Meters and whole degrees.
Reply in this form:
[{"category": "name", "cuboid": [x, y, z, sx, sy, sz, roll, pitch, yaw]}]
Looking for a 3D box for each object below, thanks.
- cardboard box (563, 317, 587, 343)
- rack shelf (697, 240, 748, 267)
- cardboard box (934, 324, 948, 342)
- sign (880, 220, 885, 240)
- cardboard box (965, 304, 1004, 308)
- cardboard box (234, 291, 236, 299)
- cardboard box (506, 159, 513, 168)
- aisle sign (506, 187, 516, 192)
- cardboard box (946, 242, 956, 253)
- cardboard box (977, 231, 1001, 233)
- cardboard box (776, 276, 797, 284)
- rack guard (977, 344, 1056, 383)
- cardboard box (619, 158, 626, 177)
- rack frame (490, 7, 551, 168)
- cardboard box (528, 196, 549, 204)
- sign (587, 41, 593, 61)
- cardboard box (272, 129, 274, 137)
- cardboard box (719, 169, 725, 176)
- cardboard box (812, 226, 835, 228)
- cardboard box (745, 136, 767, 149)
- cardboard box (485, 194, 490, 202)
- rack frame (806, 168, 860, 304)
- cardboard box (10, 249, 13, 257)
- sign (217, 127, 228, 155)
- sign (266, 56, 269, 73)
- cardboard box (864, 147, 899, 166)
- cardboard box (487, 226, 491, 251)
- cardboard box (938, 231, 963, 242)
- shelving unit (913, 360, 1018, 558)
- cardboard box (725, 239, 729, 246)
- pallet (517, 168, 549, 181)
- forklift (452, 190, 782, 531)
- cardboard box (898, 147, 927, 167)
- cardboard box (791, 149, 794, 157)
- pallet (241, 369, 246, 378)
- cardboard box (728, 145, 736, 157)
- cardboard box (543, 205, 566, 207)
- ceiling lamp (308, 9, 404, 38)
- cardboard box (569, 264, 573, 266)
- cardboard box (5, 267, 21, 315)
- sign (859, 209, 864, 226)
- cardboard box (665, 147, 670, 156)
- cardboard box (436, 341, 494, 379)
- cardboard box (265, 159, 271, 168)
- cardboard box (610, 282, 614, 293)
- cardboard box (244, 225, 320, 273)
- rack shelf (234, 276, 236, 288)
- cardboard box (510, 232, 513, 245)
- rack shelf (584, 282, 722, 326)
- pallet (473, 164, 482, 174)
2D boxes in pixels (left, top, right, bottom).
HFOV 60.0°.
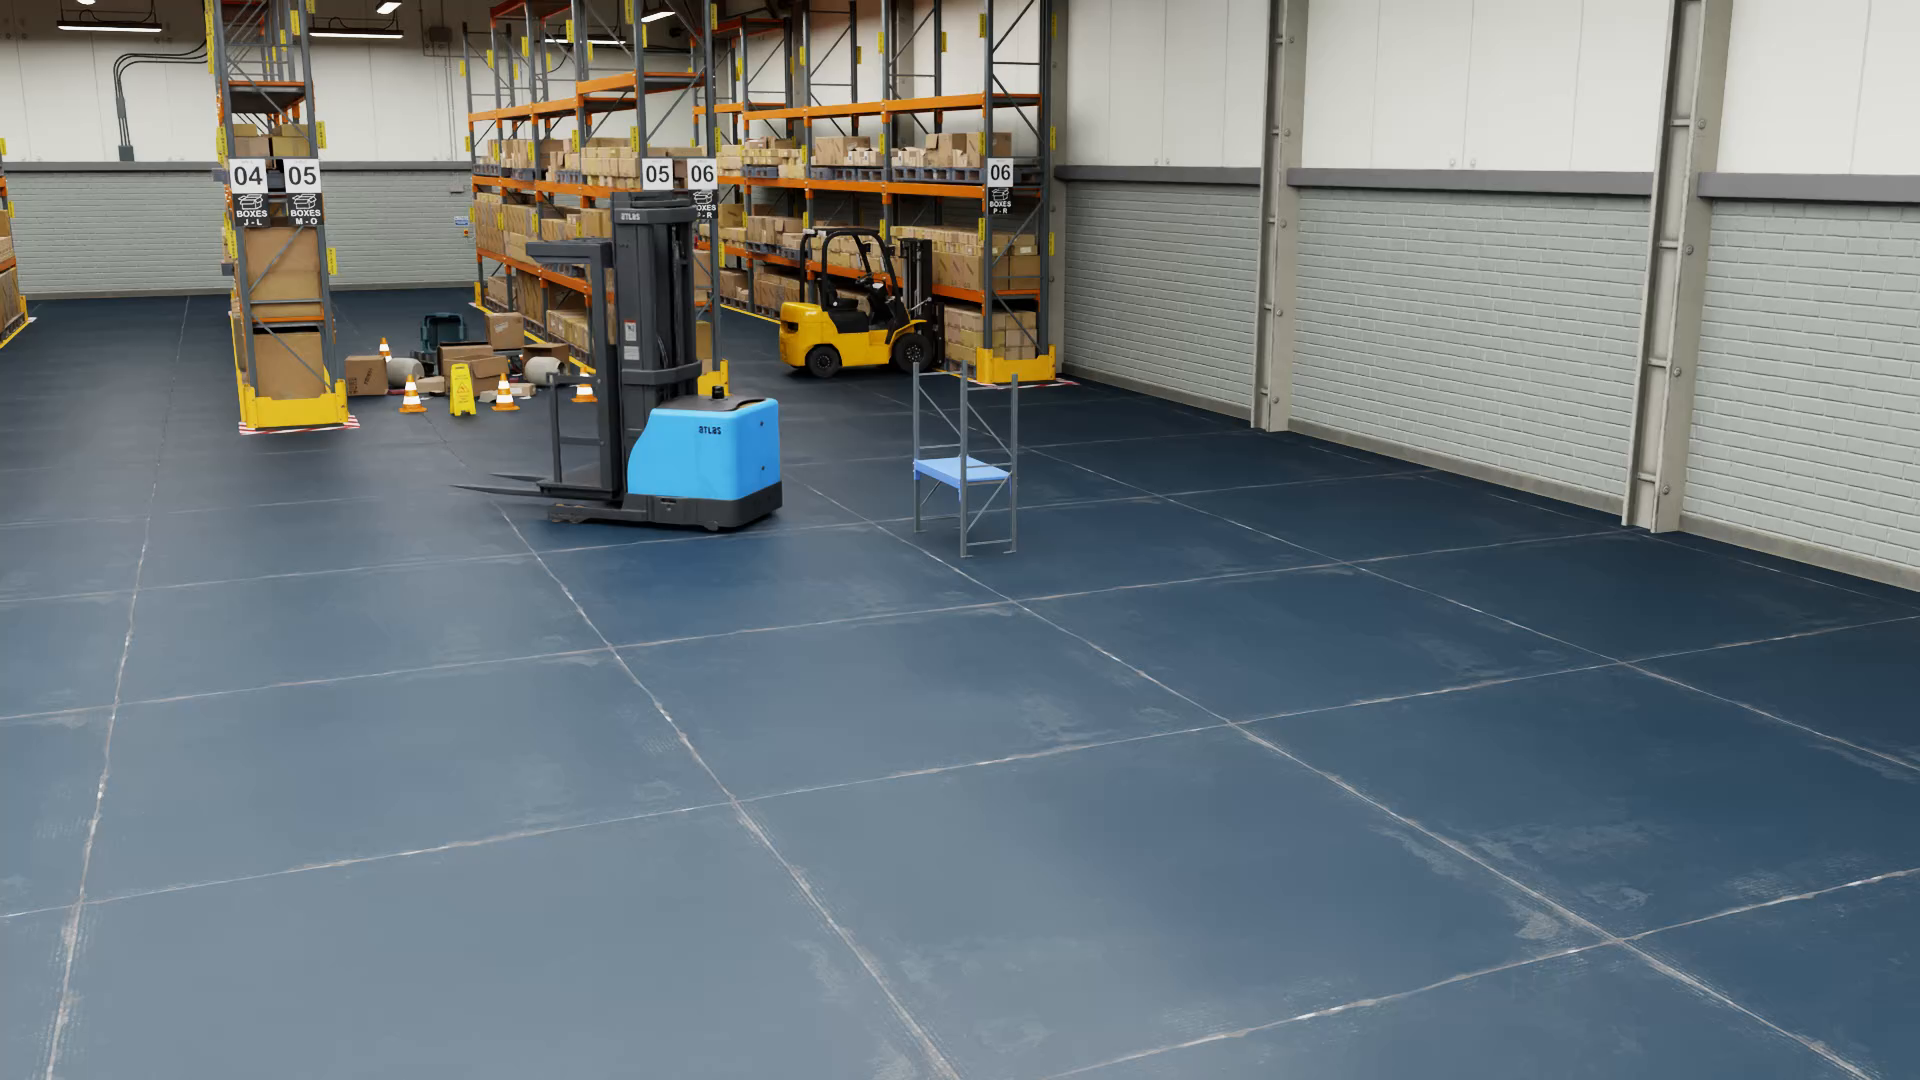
[{"category": "cardboard box", "cuboid": [-6.112, -3.532, 27.873, 0.950, 0.372, 0.625, -5, 14, -21]}, {"category": "rack shelf", "cuboid": [-4.787, -6.372, 36.844, 1.077, 0.370, 4.000, -6, 14, -23]}, {"category": "cardboard box", "cuboid": [-0.078, -3.220, 25.689, 0.500, 0.250, 0.500, -6, 14, -24]}, {"category": "sign", "cuboid": [-1.275, -5.131, 27.495, 0.100, 0.325, 0.005, -6, 14, -23]}, {"category": "cardboard box", "cuboid": [0.408, -3.506, 25.814, 0.500, 0.250, 0.500, -6, 14, -23]}, {"category": "cardboard box", "cuboid": [-13.998, -4.811, 32.574, 0.380, 0.149, 0.250, -6, 14, -25]}, {"category": "cardboard box", "cuboid": [-8.346, -7.119, 31.412, 0.380, 0.166, 0.250, -7, 15, -27]}, {"category": "aisle sign", "cuboid": [-9.880, -7.996, 36.500, 0.394, 0.787, 0.004, -6, 14, -23]}, {"category": "cardboard box", "cuboid": [0.009, -4.454, 25.299, 0.380, 0.149, 0.250, -6, 14, -25]}, {"category": "cardboard box", "cuboid": [0.475, -4.643, 25.460, 0.380, 0.149, 0.250, -5, 14, -21]}, {"category": "cardboard box", "cuboid": [-3.506, -5.250, 33.574, 0.380, 0.149, 0.250, -5, 14, -21]}, {"category": "rack guard", "cuboid": [0.831, -2.607, 24.526, 1.175, 0.500, 0.348, -6, 14, -23]}, {"category": "cardboard box", "cuboid": [-4.366, -5.101, 22.777, 0.500, 0.250, 0.500, -6, 14, -24]}, {"category": "rack frame", "cuboid": [-8.533, -8.783, 32.361, 1.000, 3.000, 0.127, -6, 14, -23]}, {"category": "cardboard box", "cuboid": [-8.421, -6.801, 33.223, 0.380, 0.149, 0.250, -6, 14, -24]}, {"category": "sign", "cuboid": [-6.437, -8.501, 28.897, 0.100, 0.325, 0.005, -6, 14, -23]}, {"category": "cardboard box", "cuboid": [-9.384, -5.673, 23.214, 0.380, 0.149, 0.250, -6, 14, -23]}, {"category": "cardboard box", "cuboid": [-5.044, -8.011, 36.237, 0.380, 0.149, 0.250, -5, 14, -22]}, {"category": "cardboard box", "cuboid": [-2.526, -5.755, 30.923, 0.380, 0.149, 0.250, -5, 14, -21]}, {"category": "cardboard box", "cuboid": [-4.185, -8.155, 34.124, 0.396, 0.266, 0.258, -6, 14, -24]}, {"category": "cardboard box", "cuboid": [-9.664, -7.116, 34.585, 0.380, 0.149, 0.250, -6, 14, -24]}, {"category": "rack frame", "cuboid": [-2.384, -5.483, 31.407, 1.000, 3.000, 0.127, -6, 14, -23]}, {"category": "cardboard box", "cuboid": [-18.665, -5.572, 32.348, 0.380, 0.149, 0.250, -5, 14, -22]}, {"category": "sign", "cuboid": [-8.723, -4.721, 19.675, 0.100, 0.325, 0.005, -6, 14, -23]}, {"category": "sign", "cuboid": [-14.113, -9.719, 33.985, 0.100, 0.325, 0.005, -6, 14, -23]}, {"category": "cardboard box", "cuboid": [-1.295, -6.455, 28.001, 0.500, 0.311, 0.500, -6, 14, -25]}, {"category": "cardboard box", "cuboid": [-9.574, -6.299, 34.714, 0.500, 0.500, 0.500, -5, 14, -21]}, {"category": "cardboard box", "cuboid": [-0.119, -4.649, 25.486, 0.380, 0.149, 0.250, -5, 14, -22]}, {"category": "shelving unit", "cuboid": [0.034, -0.713, 14.125, 0.538, 1.500, 1.048, -6, 14, -23]}, {"category": "cardboard box", "cuboid": [-4.947, -6.550, 36.577, 0.380, 0.149, 0.250, -6, 14, -23]}, {"category": "pallet", "cuboid": [-7.237, -6.531, 29.704, 1.213, 0.211, 1.003, -5, 14, -20]}, {"category": "forklift", "cuboid": [-3.221, -1.683, 15.142, 3.031, 2.935, 1.130, 4, 14, 18]}, {"category": "cardboard box", "cuboid": [-0.671, -6.134, 26.612, 0.500, 0.311, 0.500, -5, 14, -22]}, {"category": "cardboard box", "cuboid": [-3.017, -7.425, 31.936, 0.380, 0.149, 0.250, -6, 14, -24]}, {"category": "pallet", "cuboid": [-10.201, -2.533, 24.848, 1.003, 0.211, 1.213, -6, 14, -23]}, {"category": "cardboard box", "cuboid": [-4.620, -8.273, 35.373, 0.500, 0.250, 0.500, -6, 14, -24]}, {"category": "cardboard box", "cuboid": [-7.724, -6.114, 31.694, 0.500, 0.500, 0.500, -5, 14, -21]}, {"category": "ceiling lamp", "cuboid": [-13.432, -12.789, 36.723, 2.000, 3.185, 0.800, -6, 14, -23]}, {"category": "cardboard box", "cuboid": [-6.118, -4.529, 26.913, 0.380, 0.149, 0.250, -5, 14, -22]}, {"category": "cardboard box", "cuboid": [-18.885, -4.836, 32.393, 0.875, 0.875, 0.875, -6, 14, -23]}, {"category": "sign", "cuboid": [-1.876, -6.098, 31.496, 0.100, 0.325, 0.005, -6, 14, -23]}, {"category": "cardboard box", "cuboid": [-3.797, -5.251, 22.541, 0.380, 0.149, 0.250, -6, 14, -23]}, {"category": "cardboard box", "cuboid": [-7.131, -2.558, 24.003, 0.797, 0.637, 0.503, -6, 14, -23]}, {"category": "cardboard box", "cuboid": [-10.253, -5.512, 24.062, 0.500, 0.250, 0.500, -5, 14, -22]}, {"category": "cardboard box", "cuboid": [-4.865, -3.676, 24.159, 0.380, 0.149, 0.250, -6, 14, -23]}, {"category": "cardboard box", "cuboid": [-8.334, -3.592, 20.511, 0.875, 0.550, 0.550, -6, 14, -23]}, {"category": "rack shelf", "cuboid": [-12.226, -4.629, 29.311, 1.077, 0.370, 4.000, -6, 14, -23]}, {"category": "cardboard box", "cuboid": [-8.380, -5.809, 32.041, 0.500, 0.250, 0.500, -5, 14, -22]}, {"category": "rack shelf", "cuboid": [-4.527, -3.444, 24.192, 1.077, 0.370, 4.000, -6, 14, -23]}, {"category": "pallet", "cuboid": [-9.828, -7.952, 35.622, 1.003, 0.211, 1.213, -6, 14, -23]}]
